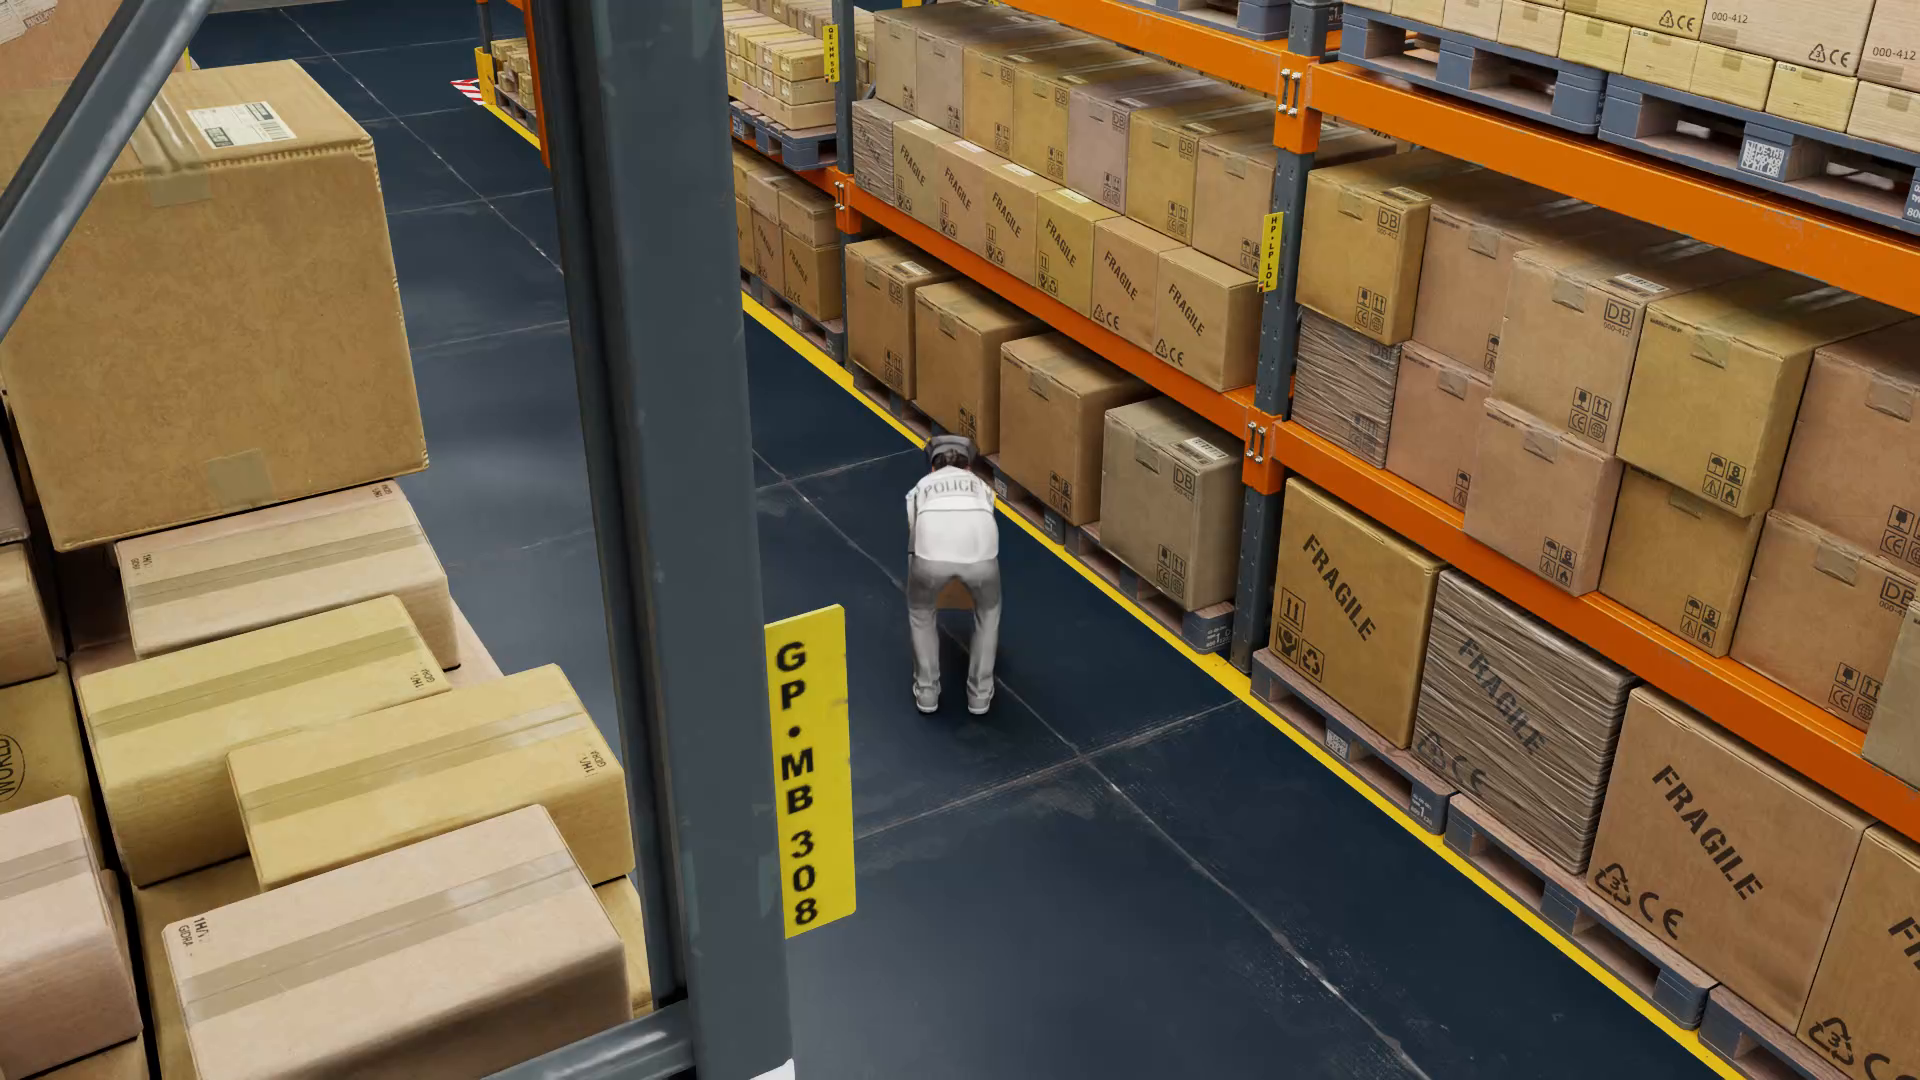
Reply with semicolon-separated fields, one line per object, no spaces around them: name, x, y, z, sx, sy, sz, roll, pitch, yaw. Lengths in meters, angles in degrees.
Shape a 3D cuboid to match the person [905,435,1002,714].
person;-0.029;0.152;7.473;0.429;1.065;0.925;0;29;0
